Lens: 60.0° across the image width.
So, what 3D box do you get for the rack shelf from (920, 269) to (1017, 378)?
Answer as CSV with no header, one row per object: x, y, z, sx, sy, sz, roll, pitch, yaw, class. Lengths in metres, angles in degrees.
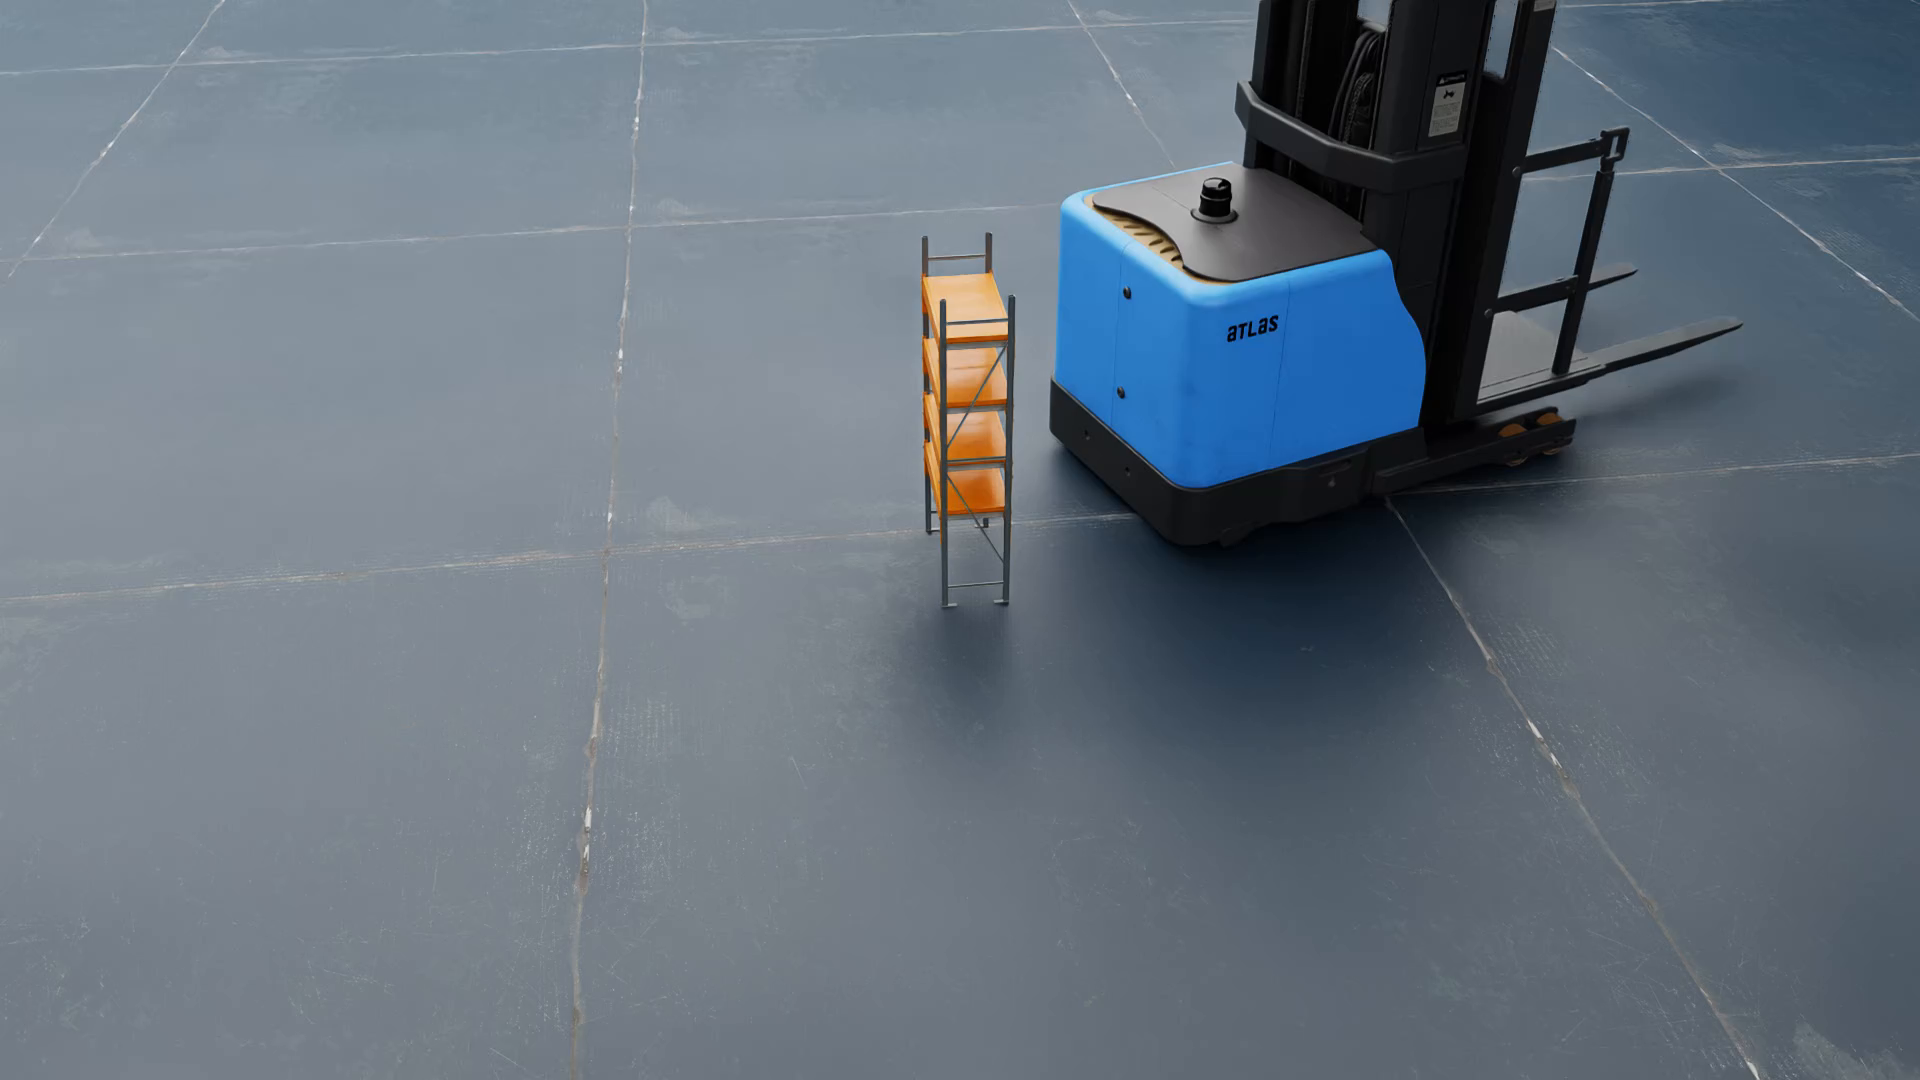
0.022,-0.728,5.555,0.258,0.148,0.480,-4,35,-6,rack shelf

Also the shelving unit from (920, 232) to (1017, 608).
0.022,-0.403,5.777,0.258,1.200,0.503,-4,35,-6,shelving unit

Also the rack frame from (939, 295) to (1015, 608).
0.055,-0.267,5.577,0.240,1.200,0.015,-4,35,-6,rack frame

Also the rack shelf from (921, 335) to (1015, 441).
0.022,-0.533,5.688,0.258,0.148,0.480,-4,35,-6,rack shelf

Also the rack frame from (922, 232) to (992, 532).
-0.011,-0.540,5.976,0.240,1.200,0.015,-4,35,-6,rack frame

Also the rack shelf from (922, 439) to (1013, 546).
0.022,-0.184,5.926,0.258,0.148,0.480,-4,35,-6,rack shelf

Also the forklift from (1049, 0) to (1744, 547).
1.916,-1.757,6.226,3.031,2.935,1.130,-16,37,-22,forklift

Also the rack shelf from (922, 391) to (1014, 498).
0.022,-0.348,5.814,0.258,0.148,0.480,-4,35,-6,rack shelf
